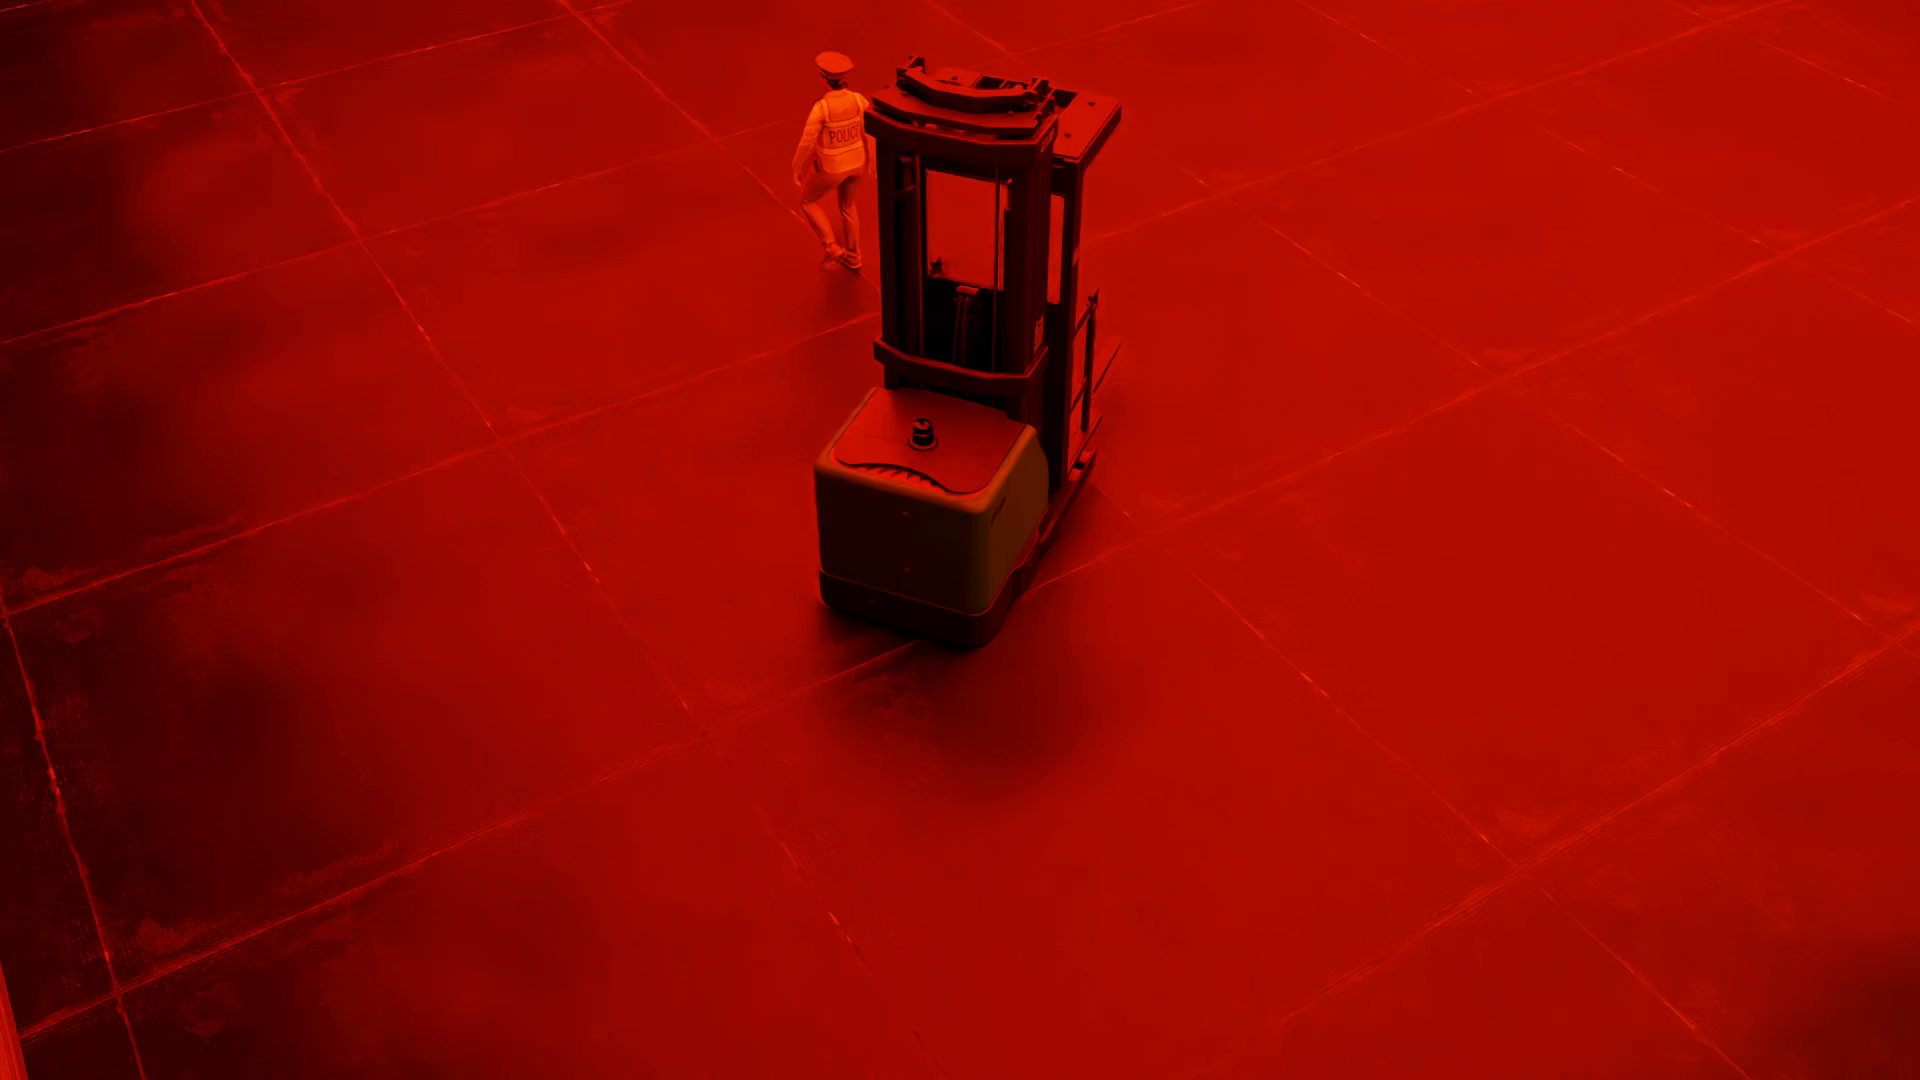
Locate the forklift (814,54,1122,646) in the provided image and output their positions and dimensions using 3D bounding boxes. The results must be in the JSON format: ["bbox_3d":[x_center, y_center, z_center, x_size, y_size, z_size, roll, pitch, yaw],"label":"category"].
[{"bbox_3d":[0.219,-1.485,9.571,1.130,2.935,3.031,15,43,17],"label":"forklift"}]

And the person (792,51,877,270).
[{"bbox_3d":[-0.898,-2.690,11.926,0.637,1.651,0.434,-25,47,-26],"label":"person"}]
